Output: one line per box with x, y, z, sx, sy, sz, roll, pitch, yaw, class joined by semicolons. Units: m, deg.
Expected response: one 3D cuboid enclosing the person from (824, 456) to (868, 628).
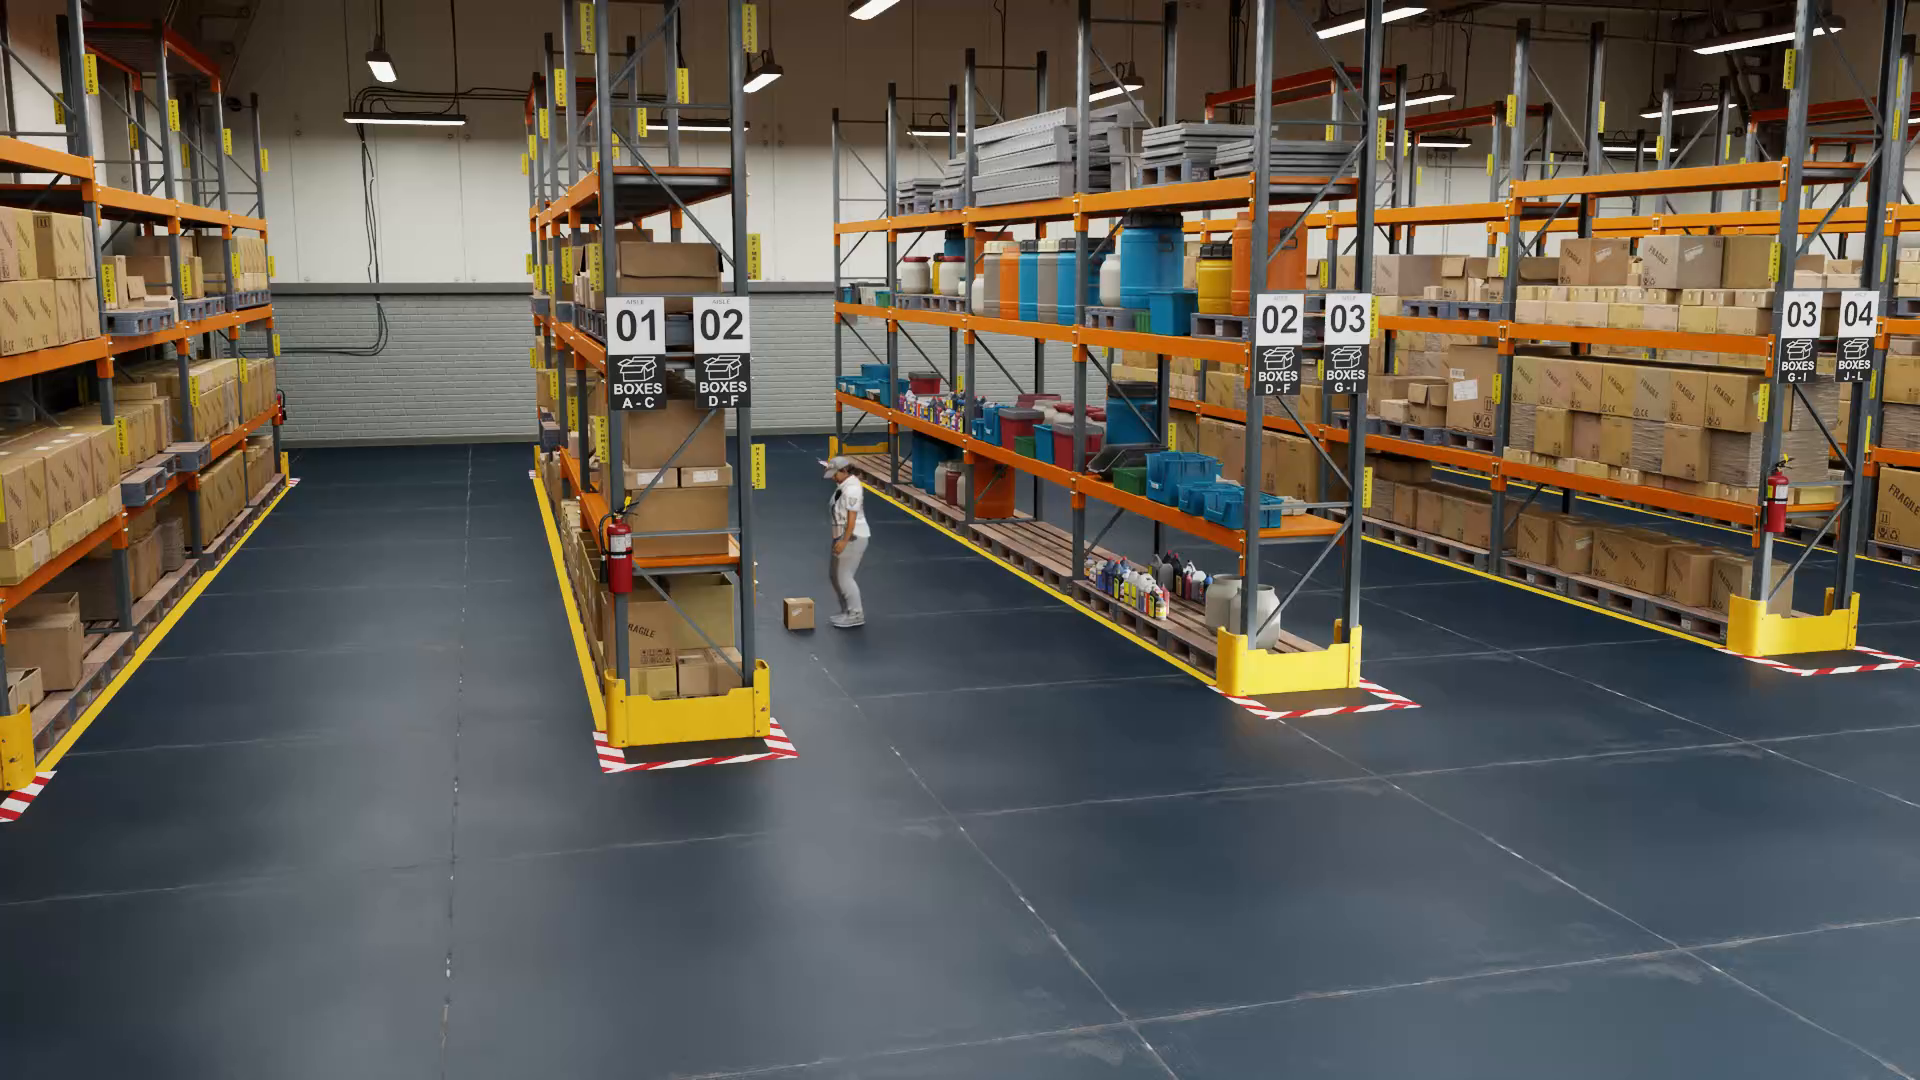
-1.097;0.011;15.930;0.415;1.640;0.484;-2;10;-15;person
